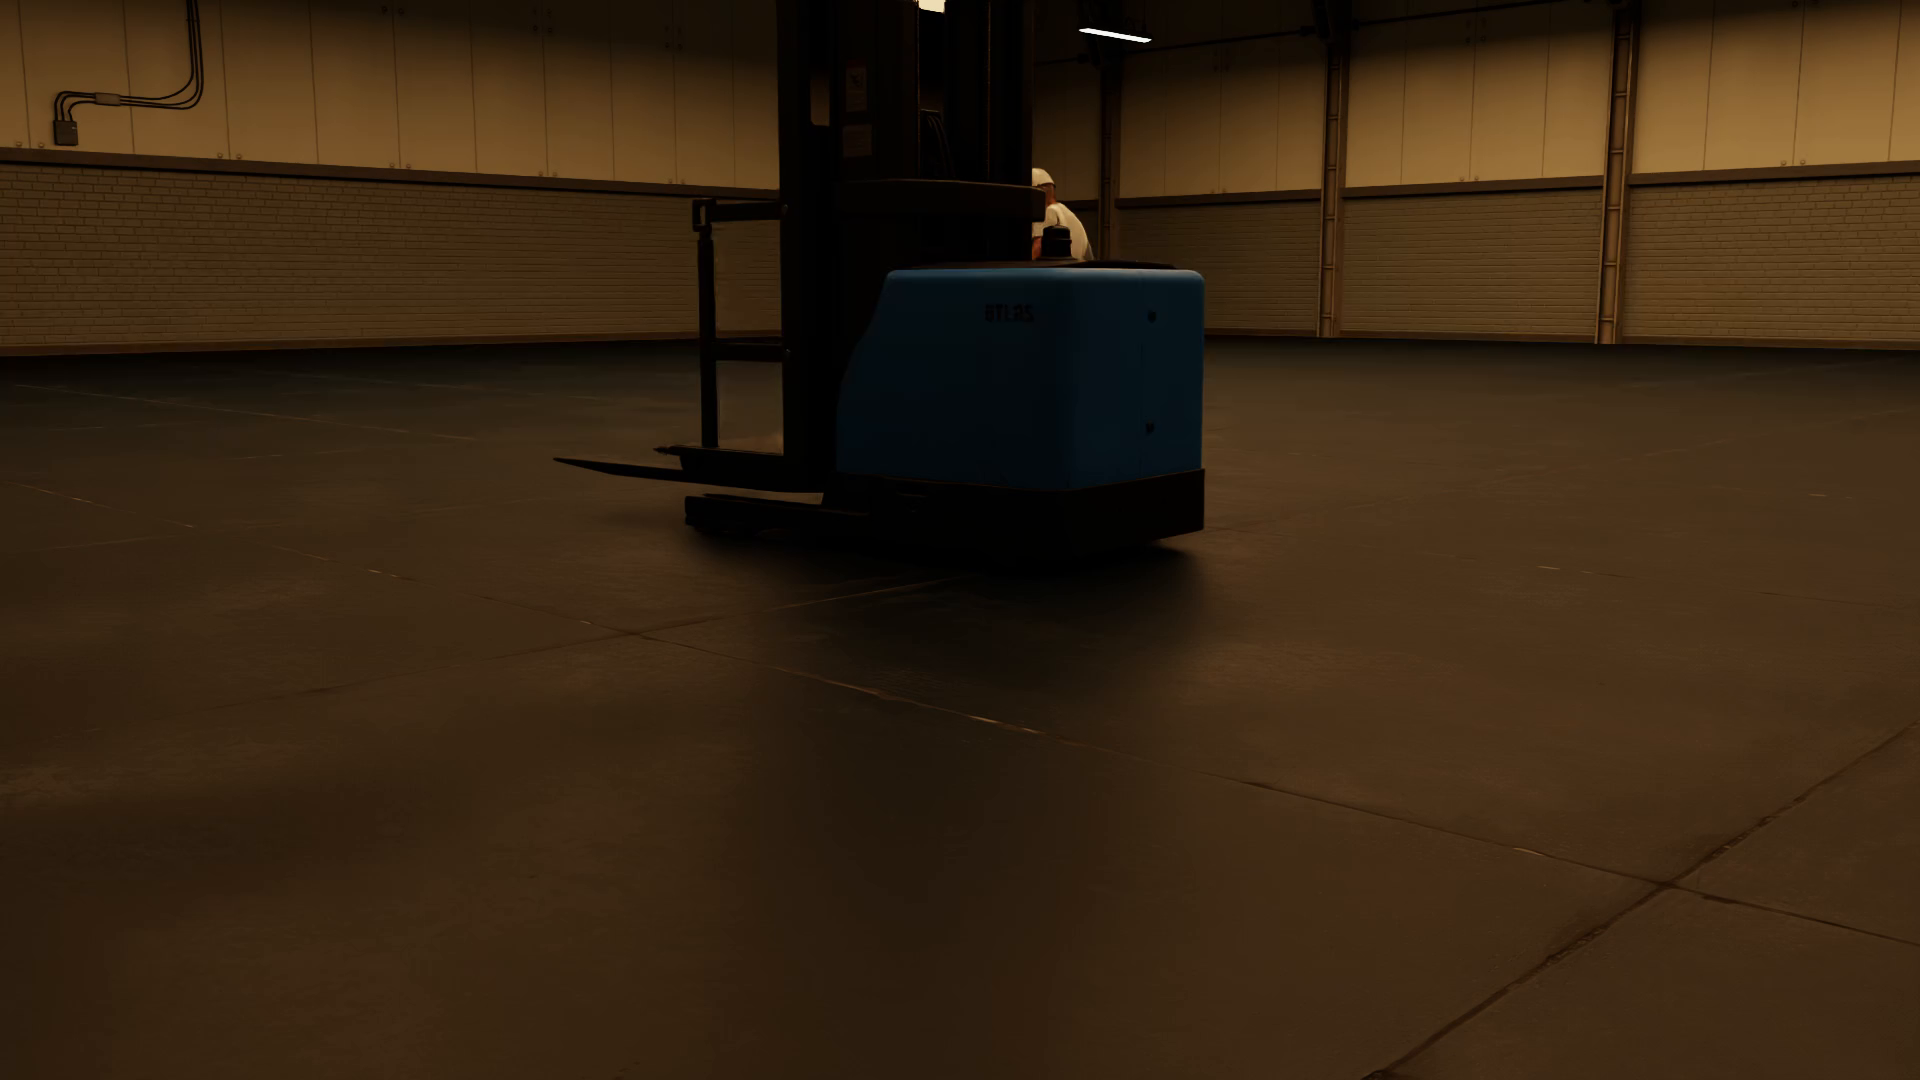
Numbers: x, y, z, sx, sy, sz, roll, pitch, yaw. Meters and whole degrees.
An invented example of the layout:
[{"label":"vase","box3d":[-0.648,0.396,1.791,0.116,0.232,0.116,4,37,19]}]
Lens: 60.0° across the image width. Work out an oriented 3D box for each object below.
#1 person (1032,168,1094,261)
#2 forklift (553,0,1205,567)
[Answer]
[{"label":"person","box3d":[0.519,-1.303,9.703,0.499,1.713,1.107,4,9,23]},{"label":"forklift","box3d":[-0.510,-1.507,6.881,3.031,2.935,1.130,7,11,38]}]
